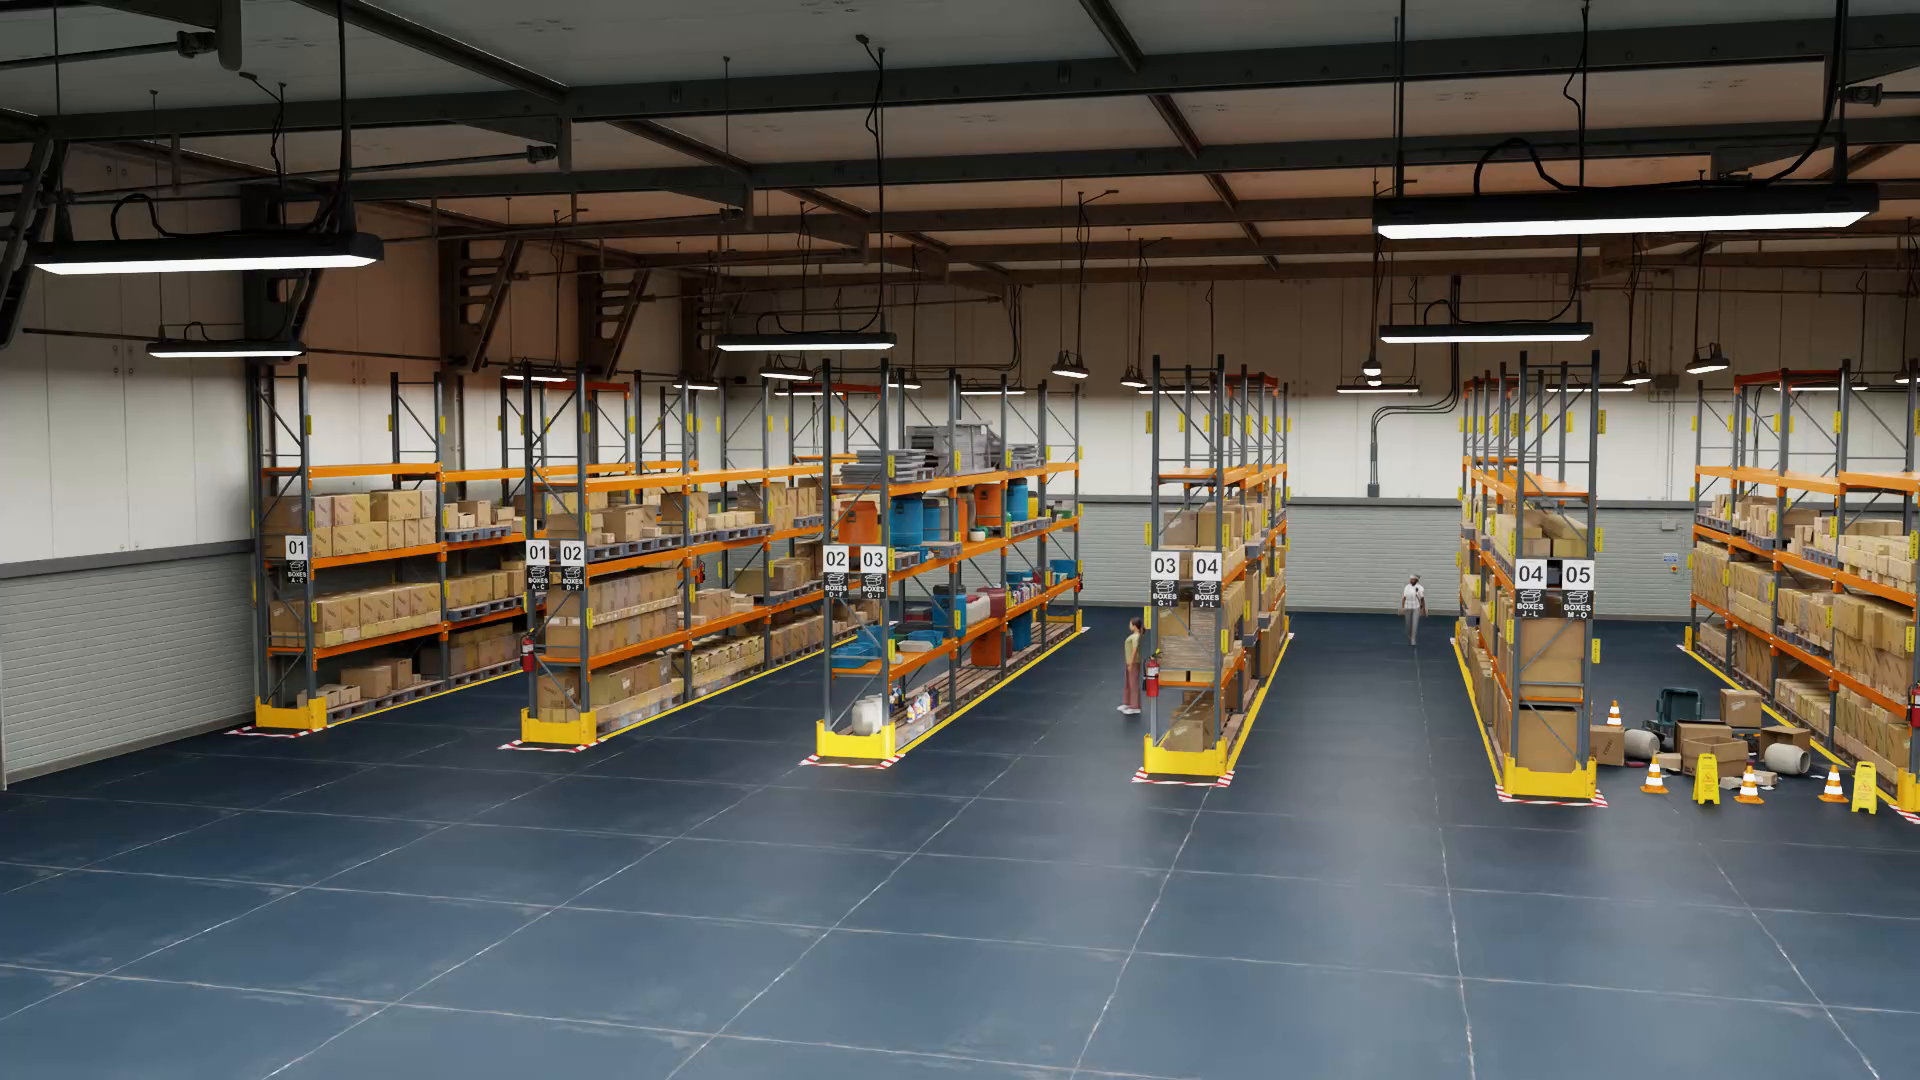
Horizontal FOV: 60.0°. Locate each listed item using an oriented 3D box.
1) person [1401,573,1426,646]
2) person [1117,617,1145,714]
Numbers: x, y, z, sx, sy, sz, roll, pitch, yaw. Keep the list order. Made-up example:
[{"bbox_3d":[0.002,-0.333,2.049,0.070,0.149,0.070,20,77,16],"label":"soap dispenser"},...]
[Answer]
[{"bbox_3d":[10.347,1.565,37.922,0.537,1.623,0.911,2,4,23],"label":"person"},{"bbox_3d":[2.986,2.167,28.956,0.470,1.668,0.511,0,4,0],"label":"person"}]
